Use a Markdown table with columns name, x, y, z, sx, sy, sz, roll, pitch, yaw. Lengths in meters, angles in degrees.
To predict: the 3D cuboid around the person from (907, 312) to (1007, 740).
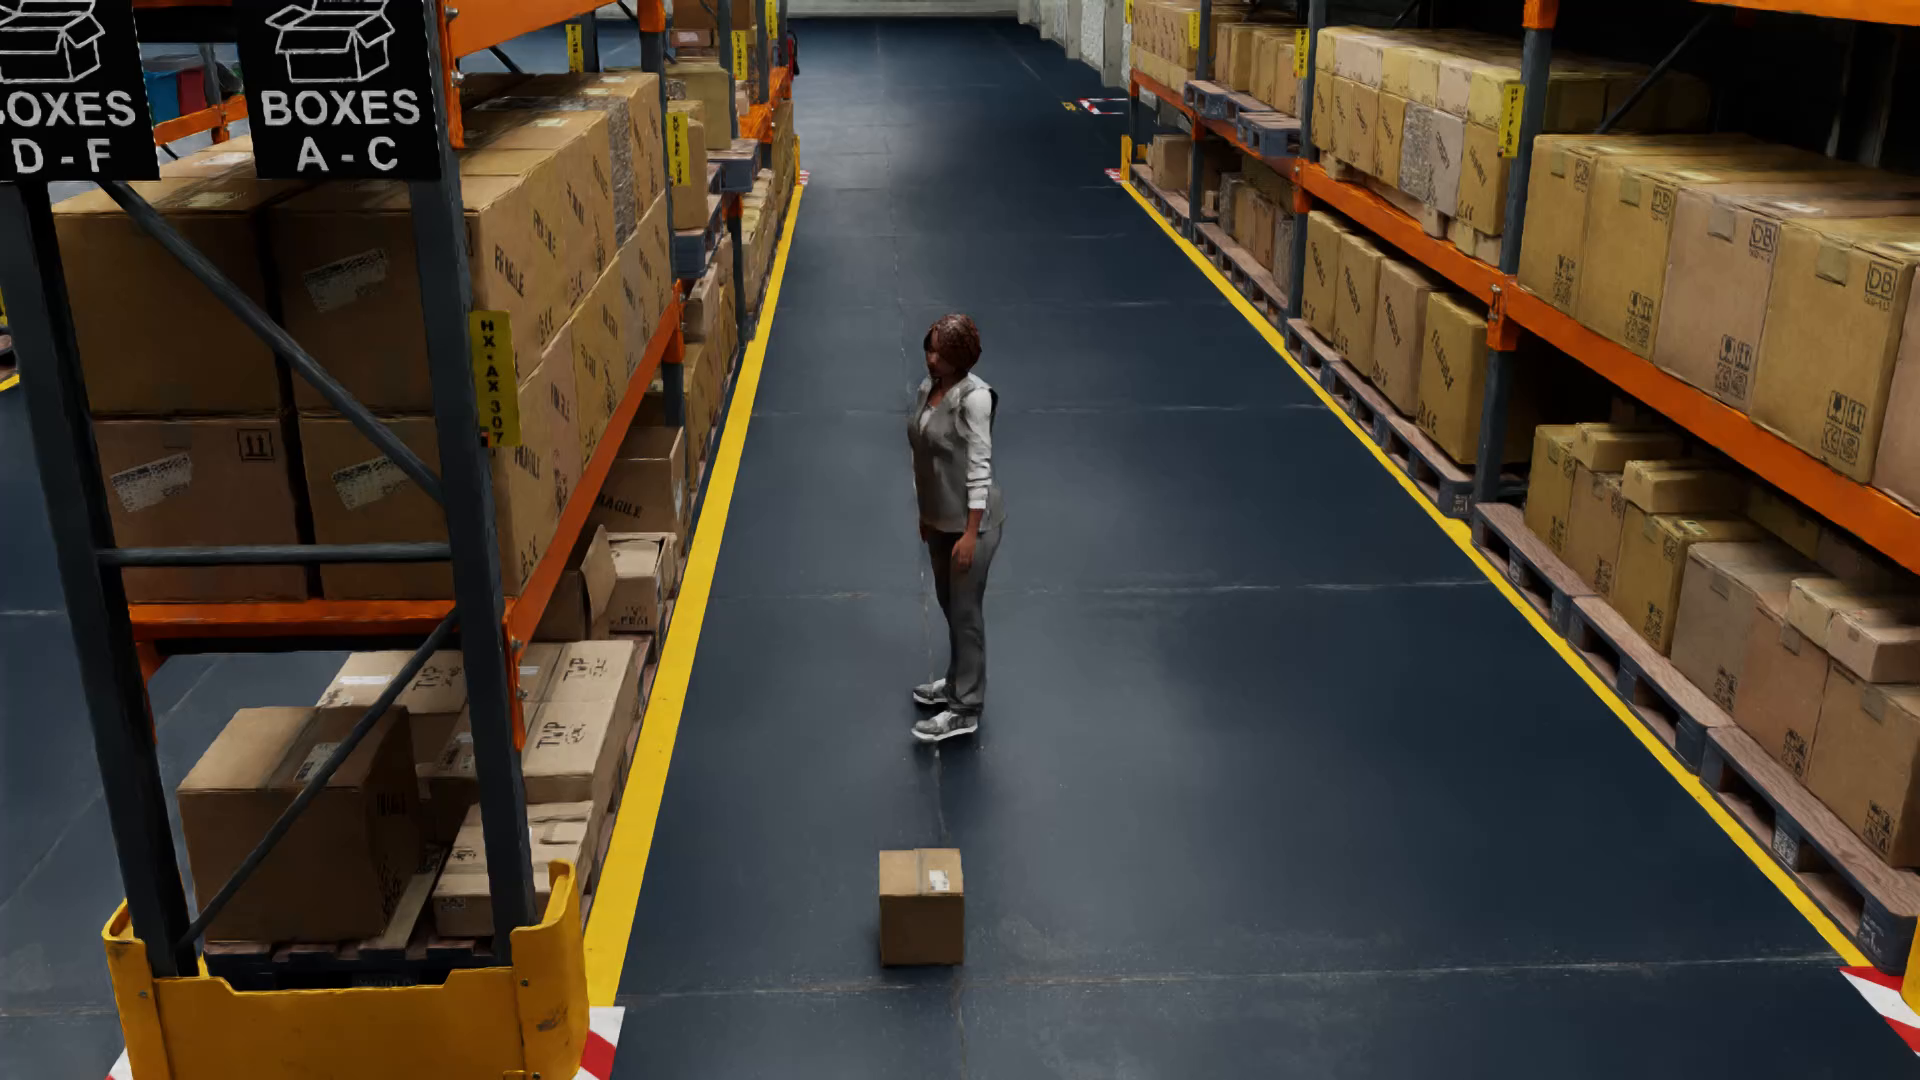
| name | x | y | z | sx | sy | sz | roll | pitch | yaw |
| --- | --- | --- | --- | --- | --- | --- | --- | --- | --- |
| person | -0.051 | -0.044 | 6.153 | 0.421 | 1.590 | 0.489 | -11 | 23 | -26 |
